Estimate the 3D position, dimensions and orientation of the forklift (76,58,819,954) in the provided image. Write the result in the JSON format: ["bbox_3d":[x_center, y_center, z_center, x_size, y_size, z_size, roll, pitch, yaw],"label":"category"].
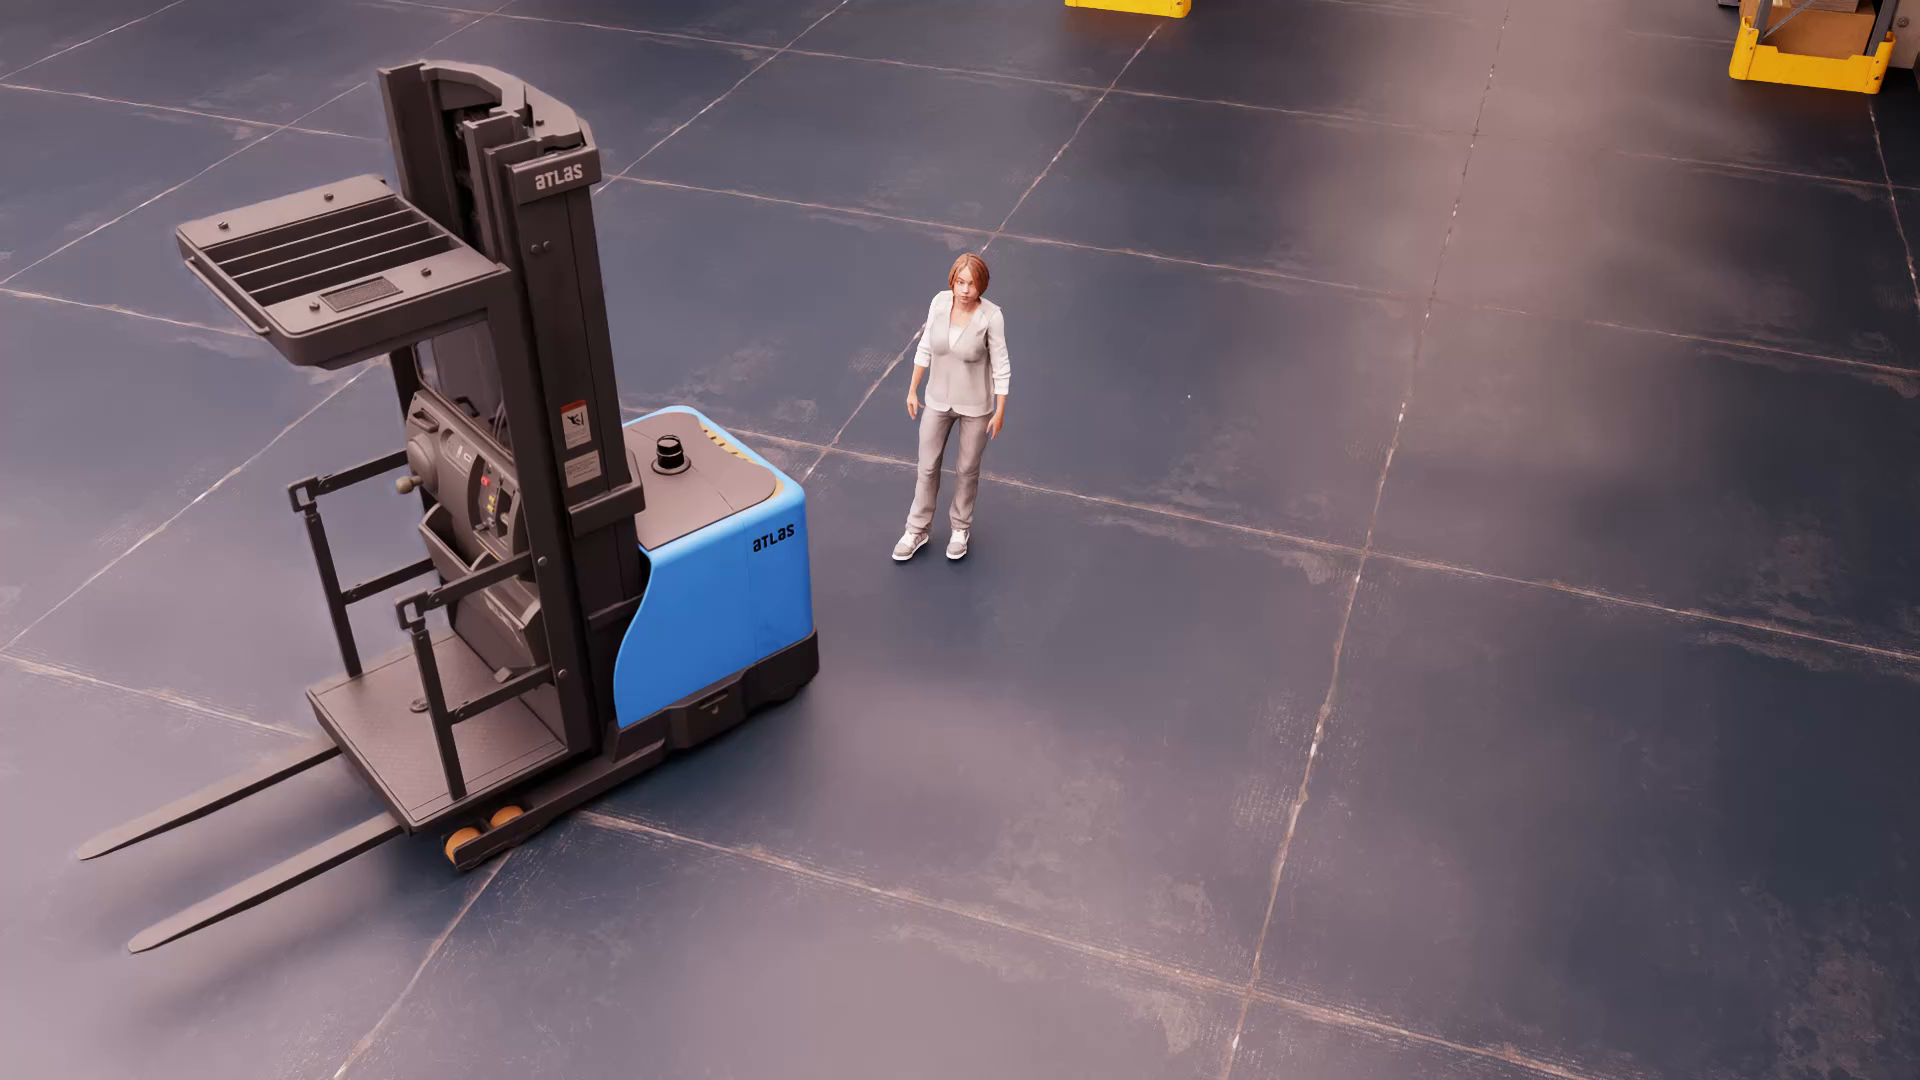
[{"bbox_3d":[-2.103,-0.204,6.399,3.031,2.935,1.130,-26,43,-32],"label":"forklift"}]

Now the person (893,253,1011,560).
[{"bbox_3d":[-0.038,-0.620,8.126,0.521,1.596,0.475,12,37,16],"label":"person"}]
